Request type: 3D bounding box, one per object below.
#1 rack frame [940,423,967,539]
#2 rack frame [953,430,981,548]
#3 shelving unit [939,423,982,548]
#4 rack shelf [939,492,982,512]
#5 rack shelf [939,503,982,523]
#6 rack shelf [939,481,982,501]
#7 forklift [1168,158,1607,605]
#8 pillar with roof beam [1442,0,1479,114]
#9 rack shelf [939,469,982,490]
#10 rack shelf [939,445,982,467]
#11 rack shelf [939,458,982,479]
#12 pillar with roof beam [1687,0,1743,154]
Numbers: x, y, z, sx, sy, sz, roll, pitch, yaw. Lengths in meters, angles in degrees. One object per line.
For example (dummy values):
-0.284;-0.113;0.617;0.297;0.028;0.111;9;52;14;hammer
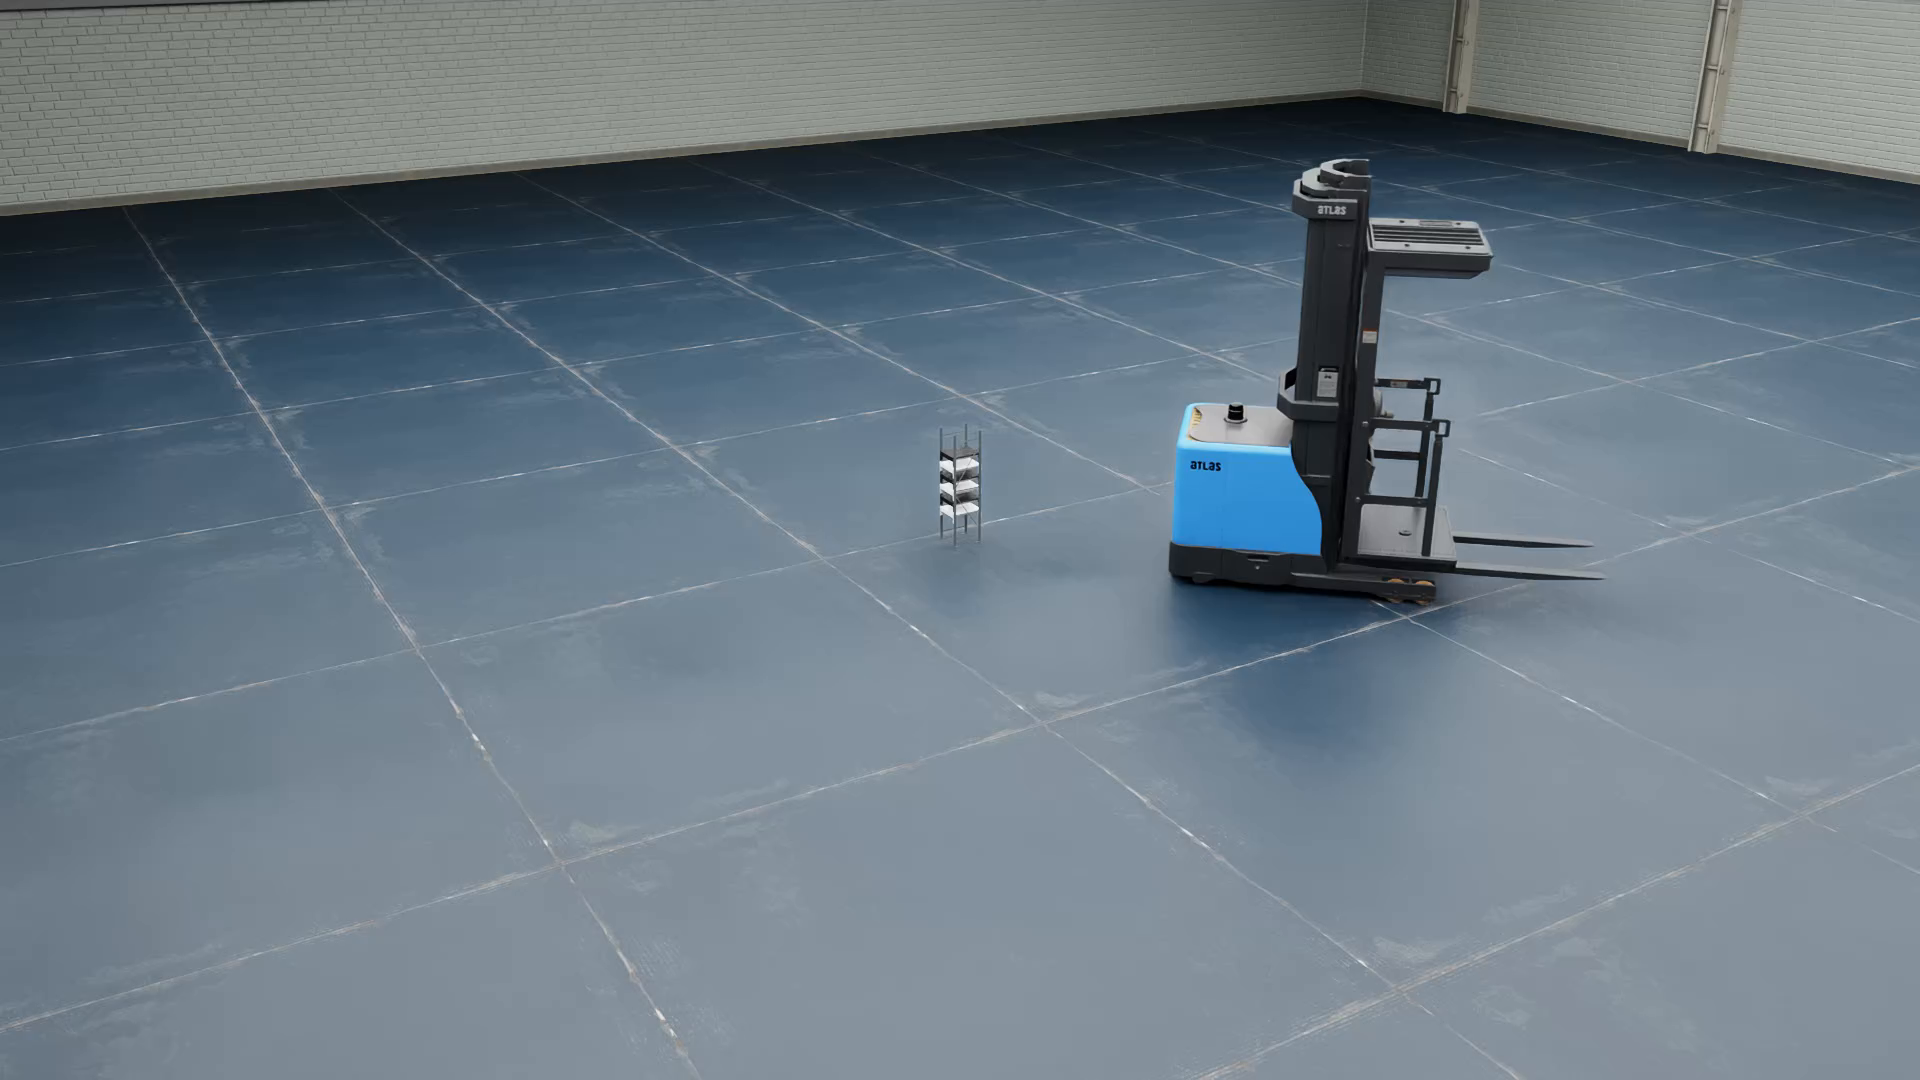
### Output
-0.048;-0.447;12.717;0.240;0.900;0.006;-13;25;-28;rack frame
0.056;-0.381;12.555;0.240;0.900;0.006;-13;25;-28;rack frame
0.004;-0.414;12.636;0.258;0.900;0.210;-13;25;-28;shelving unit
0.004;-0.300;12.682;0.258;0.077;0.200;-13;25;-28;rack shelf
0.004;-0.217;12.716;0.258;0.077;0.200;-13;25;-28;rack shelf
0.004;-0.383;12.648;0.258;0.077;0.200;-13;25;-28;rack shelf
3.083;-1.119;11.673;3.031;2.935;1.130;4;23;11;forklift
6.680;-12.320;31.171;9.100;9.000;0.400;-13;25;-28;pillar with roof beam
0.004;-0.467;12.614;0.258;0.077;0.200;-13;25;-28;rack shelf
0.004;-0.633;12.546;0.258;0.077;0.200;-13;25;-28;rack shelf
0.004;-0.550;12.580;0.258;0.077;0.200;-13;25;-28;rack shelf
9.745;-10.378;26.393;9.100;9.000;0.400;-13;25;-28;pillar with roof beam
